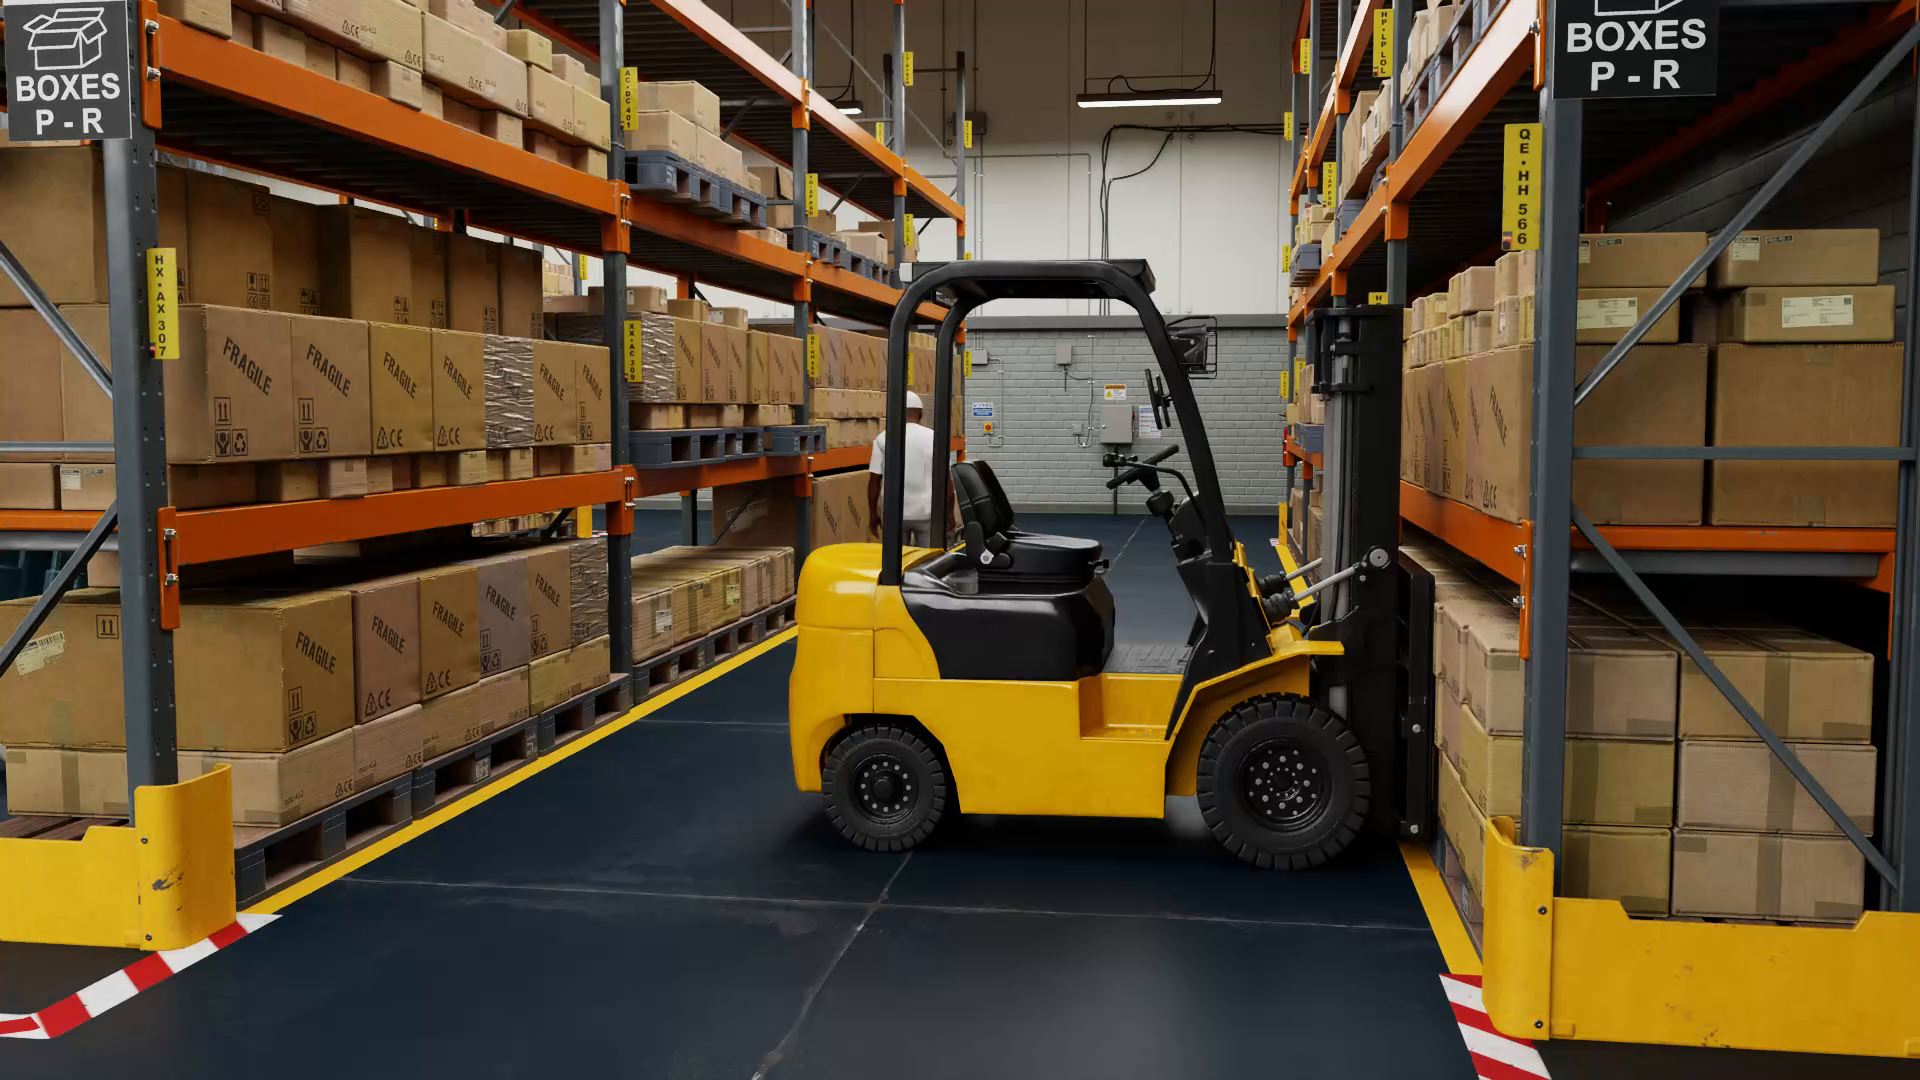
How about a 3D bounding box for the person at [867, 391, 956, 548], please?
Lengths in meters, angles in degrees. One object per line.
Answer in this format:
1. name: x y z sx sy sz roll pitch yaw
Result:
1. person: -0.344 -0.185 11.919 0.629 1.759 0.460 0 4 4
